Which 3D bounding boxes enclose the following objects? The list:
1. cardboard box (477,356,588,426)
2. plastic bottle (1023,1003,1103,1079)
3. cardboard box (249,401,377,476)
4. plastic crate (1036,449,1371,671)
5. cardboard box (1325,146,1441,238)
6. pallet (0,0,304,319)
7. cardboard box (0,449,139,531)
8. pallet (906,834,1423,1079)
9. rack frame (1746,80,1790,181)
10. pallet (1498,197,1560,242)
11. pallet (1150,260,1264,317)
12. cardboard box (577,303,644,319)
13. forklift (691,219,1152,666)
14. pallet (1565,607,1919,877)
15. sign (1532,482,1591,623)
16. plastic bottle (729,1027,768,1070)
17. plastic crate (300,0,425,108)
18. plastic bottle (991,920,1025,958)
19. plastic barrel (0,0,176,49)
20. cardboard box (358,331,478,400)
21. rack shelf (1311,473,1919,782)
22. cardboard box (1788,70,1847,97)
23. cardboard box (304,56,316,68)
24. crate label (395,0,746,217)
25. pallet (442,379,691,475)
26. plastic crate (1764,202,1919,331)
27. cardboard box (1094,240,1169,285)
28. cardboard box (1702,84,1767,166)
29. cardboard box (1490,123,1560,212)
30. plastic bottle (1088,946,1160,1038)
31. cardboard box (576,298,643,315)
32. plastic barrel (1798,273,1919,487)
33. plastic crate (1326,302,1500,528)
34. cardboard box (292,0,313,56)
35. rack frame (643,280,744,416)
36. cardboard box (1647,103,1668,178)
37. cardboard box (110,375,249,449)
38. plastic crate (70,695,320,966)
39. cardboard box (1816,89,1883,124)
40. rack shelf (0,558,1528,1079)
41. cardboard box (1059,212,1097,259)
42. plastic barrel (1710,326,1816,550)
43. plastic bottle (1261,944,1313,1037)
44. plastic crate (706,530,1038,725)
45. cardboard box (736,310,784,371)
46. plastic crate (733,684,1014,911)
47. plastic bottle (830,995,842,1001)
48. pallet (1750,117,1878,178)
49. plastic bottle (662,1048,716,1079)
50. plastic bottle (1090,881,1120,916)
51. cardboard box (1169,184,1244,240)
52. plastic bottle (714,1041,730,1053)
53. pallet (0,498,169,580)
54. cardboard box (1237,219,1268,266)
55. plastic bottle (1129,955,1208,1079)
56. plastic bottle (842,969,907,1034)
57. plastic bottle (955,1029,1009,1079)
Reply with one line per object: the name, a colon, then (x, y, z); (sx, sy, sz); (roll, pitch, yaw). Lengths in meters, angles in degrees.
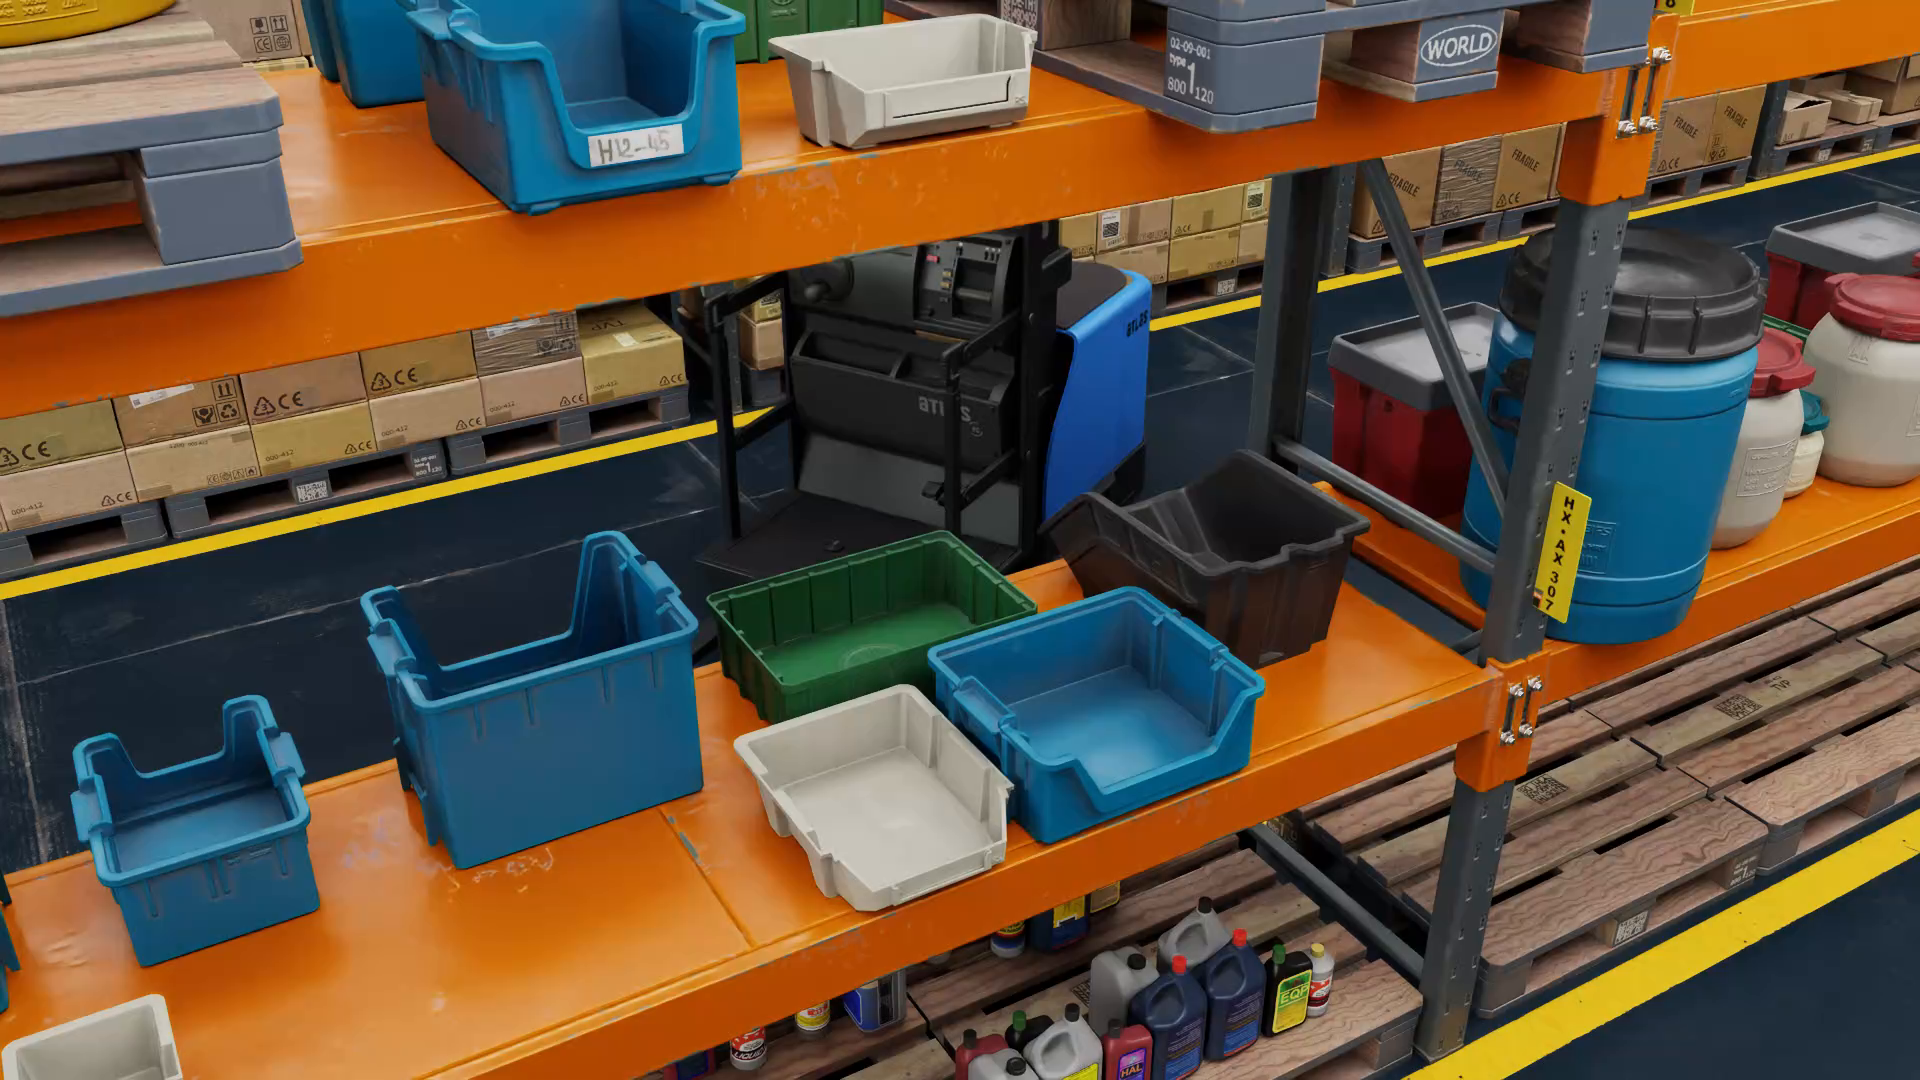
cardboard box: (-2.126, -0.802, 8.010); (0.500, 0.250, 0.500); (-16, 33, -26)
plastic bottle: (0.252, 1.291, 4.093); (0.185, 0.351, 0.144); (-16, 33, -27)
cardboard box: (-2.981, -0.551, 7.555); (0.500, 0.250, 0.500); (-16, 33, -26)
plastic crate: (0.589, 0.022, 4.170); (0.504, 0.338, 0.767); (-16, 33, -26)
cardboard box: (2.585, -2.214, 10.290); (0.500, 0.500, 0.500); (-14, 32, -24)
pallet: (-1.581, -0.494, 2.131); (1.213, 0.211, 1.003); (-16, 33, -26)
cardboard box: (-3.845, -0.308, 7.115); (0.500, 0.250, 0.500); (-16, 33, -26)
pallet: (0.505, 1.288, 4.698); (1.213, 0.211, 1.003); (-16, 33, -26)
rack frame: (5.496, -4.103, 11.580); (0.127, 3.000, 1.000); (-16, 33, -26)
pallet: (3.761, -2.367, 11.320); (1.213, 0.211, 1.003); (-16, 33, -26)
pallet: (1.318, -1.718, 10.144); (1.213, 0.211, 1.003); (-16, 33, -26)
cardboard box: (-1.954, -1.138, 8.618); (0.500, 0.250, 0.500); (-16, 33, -26)
forklift: (-0.328, -0.971, 5.977); (1.130, 2.935, 3.031); (15, 32, 25)
pallet: (2.816, 0.632, 5.887); (1.213, 0.211, 1.003); (-16, 33, -26)
sign: (1.374, 0.030, 3.804); (0.005, 0.325, 0.100); (-16, 33, -26)
plastic bottle: (-0.552, 1.262, 4.299); (0.097, 0.201, 0.097); (0, 29, 0)
plastic crate: (-0.852, -1.000, 2.869); (0.575, 0.384, 0.392); (-16, 33, -26)
plastic bottle: (0.135, 1.032, 4.644); (0.097, 0.271, 0.097); (0, 29, 0)
plastic barrel: (-1.425, -1.013, 2.247); (0.600, 0.588, 0.600); (0, 29, 0)
cardboard box: (-2.556, -1.007, 7.605); (0.500, 0.500, 0.500); (-16, 33, -26)
rack shelf: (2.830, -0.255, 5.352); (4.000, 0.370, 1.077); (-16, 33, -26)
cardboard box: (6.490, -3.560, 12.923); (0.500, 0.311, 0.500); (-16, 33, -26)
cardboard box: (-2.622, -2.007, 7.007); (0.250, 0.149, 0.380); (-15, 32, -25)
crate label: (-0.562, -0.670, 2.409); (0.408, 0.251, 0.502); (-16, 33, -26)
pallet: (-2.108, -0.747, 8.384); (1.213, 0.211, 1.003); (-16, 33, -26)
plastic crate: (3.006, -0.819, 5.564); (0.583, 0.464, 0.402); (-16, 33, -26)
cardboard box: (0.840, -1.624, 9.499); (0.500, 0.250, 0.500); (-15, 32, -25)
cardboard box: (5.216, -2.961, 11.643); (0.500, 0.500, 0.500); (-16, 33, -27)
cardboard box: (3.468, -2.466, 10.745); (0.500, 0.500, 0.500); (-16, 33, -27)
plastic bottle: (0.434, 1.189, 4.355); (0.135, 0.276, 0.152); (-16, 33, -26)
cardboard box: (-1.959, -1.470, 8.444); (0.500, 0.500, 0.500); (-16, 33, -26)
plastic barrel: (2.674, -0.462, 4.843); (0.433, 0.535, 0.433); (0, 29, 0)
plastic crate: (1.368, -0.354, 4.721); (0.583, 0.464, 0.402); (-16, 33, -26)
cardboard box: (-2.648, -2.399, 7.046); (0.500, 0.500, 0.700); (-16, 33, -26)
rack frame: (-1.401, -2.145, 8.032); (0.127, 3.000, 1.000); (-16, 33, -26)
cardboard box: (4.353, -2.721, 11.208); (0.500, 0.500, 0.500); (-15, 32, -26)
cardboard box: (-3.420, -0.763, 7.164); (0.500, 0.500, 0.500); (-16, 33, -26)
plastic crate: (-1.501, 0.560, 3.284); (0.408, 0.251, 0.499); (-16, 33, -26)
cardboard box: (6.709, -3.284, 12.573); (0.250, 0.166, 0.380); (-16, 33, -26)
rack shelf: (-0.619, 0.724, 3.578); (4.000, 0.370, 1.077); (-16, 33, -26)
cardboard box: (0.406, -1.745, 9.137); (0.500, 0.311, 0.500); (-15, 32, -25)
plastic barrel: (2.041, -0.283, 4.517); (0.433, 0.535, 0.433); (0, 29, 0)
plastic bottle: (0.858, 1.171, 4.379); (0.133, 0.283, 0.061); (-14, 32, -24)
plastic crate: (-0.208, 0.227, 3.953); (0.662, 0.188, 0.450); (-16, 33, -26)
cardboard box: (-0.928, -1.120, 8.587); (0.500, 0.250, 0.500); (-17, 33, -27)
plastic crate: (-0.166, 0.538, 3.443); (0.437, 0.136, 0.530); (-16, 33, -26)
plastic bottle: (-0.330, 1.062, 4.508); (0.185, 0.351, 0.144); (-16, 33, -27)
pallet: (6.089, -3.050, 12.558); (1.213, 0.211, 1.003); (-16, 33, -26)
plastic bottle: (-0.697, 1.257, 4.223); (0.133, 0.283, 0.061); (-16, 33, -26)
plastic bottle: (0.398, 0.946, 4.787); (0.133, 0.283, 0.061); (-16, 33, -26)
cardboard box: (1.276, -1.989, 9.580); (0.500, 0.311, 0.500); (-16, 33, -27)
plastic bottle: (-0.631, 1.182, 4.367); (0.135, 0.276, 0.152); (-17, 33, -28)
pallet: (-4.212, -0.149, 7.302); (1.213, 0.211, 1.003); (-16, 33, -26)
cardboard box: (1.718, -1.873, 9.951); (0.500, 0.250, 0.500); (-15, 32, -25)
plastic bottle: (0.531, 1.211, 4.237); (0.185, 0.351, 0.144); (-18, 33, -29)
plastic bottle: (-0.233, 1.150, 4.425); (0.135, 0.276, 0.152); (-16, 33, -26)
plastic bottle: (0.055, 1.314, 4.121); (0.133, 0.283, 0.061); (-16, 33, -26)
